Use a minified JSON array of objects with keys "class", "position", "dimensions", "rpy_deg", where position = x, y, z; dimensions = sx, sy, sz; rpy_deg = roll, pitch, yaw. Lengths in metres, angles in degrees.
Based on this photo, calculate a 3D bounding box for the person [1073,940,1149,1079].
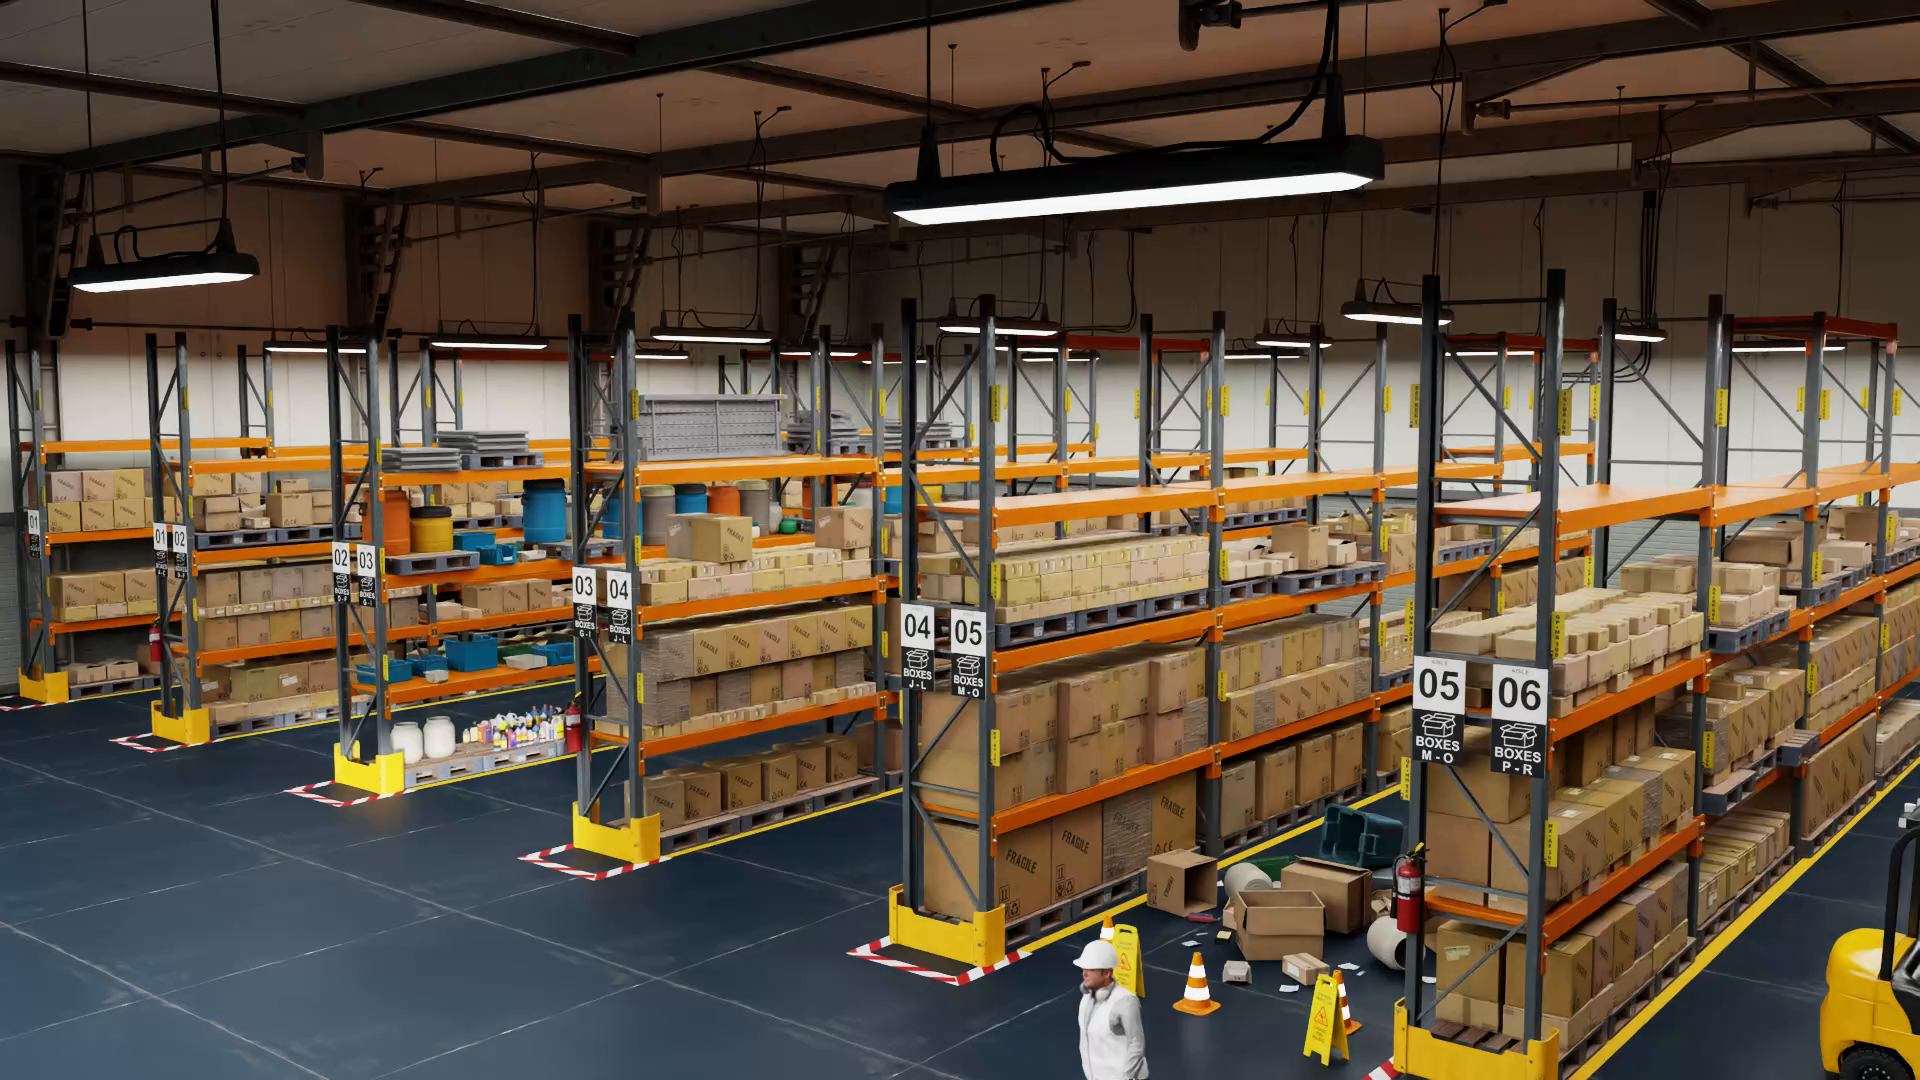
[{"class":"person","position":[1.041,3.360,10.484],"dimensions":[0.700,1.747,0.598],"rpy_deg":[-3,6,-31]}]

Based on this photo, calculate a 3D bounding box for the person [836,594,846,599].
[{"class":"person","position":[-2.745,0.846,38.155],"dimensions":[1.100,1.728,0.559],"rpy_deg":[-5,7,-41]}]
